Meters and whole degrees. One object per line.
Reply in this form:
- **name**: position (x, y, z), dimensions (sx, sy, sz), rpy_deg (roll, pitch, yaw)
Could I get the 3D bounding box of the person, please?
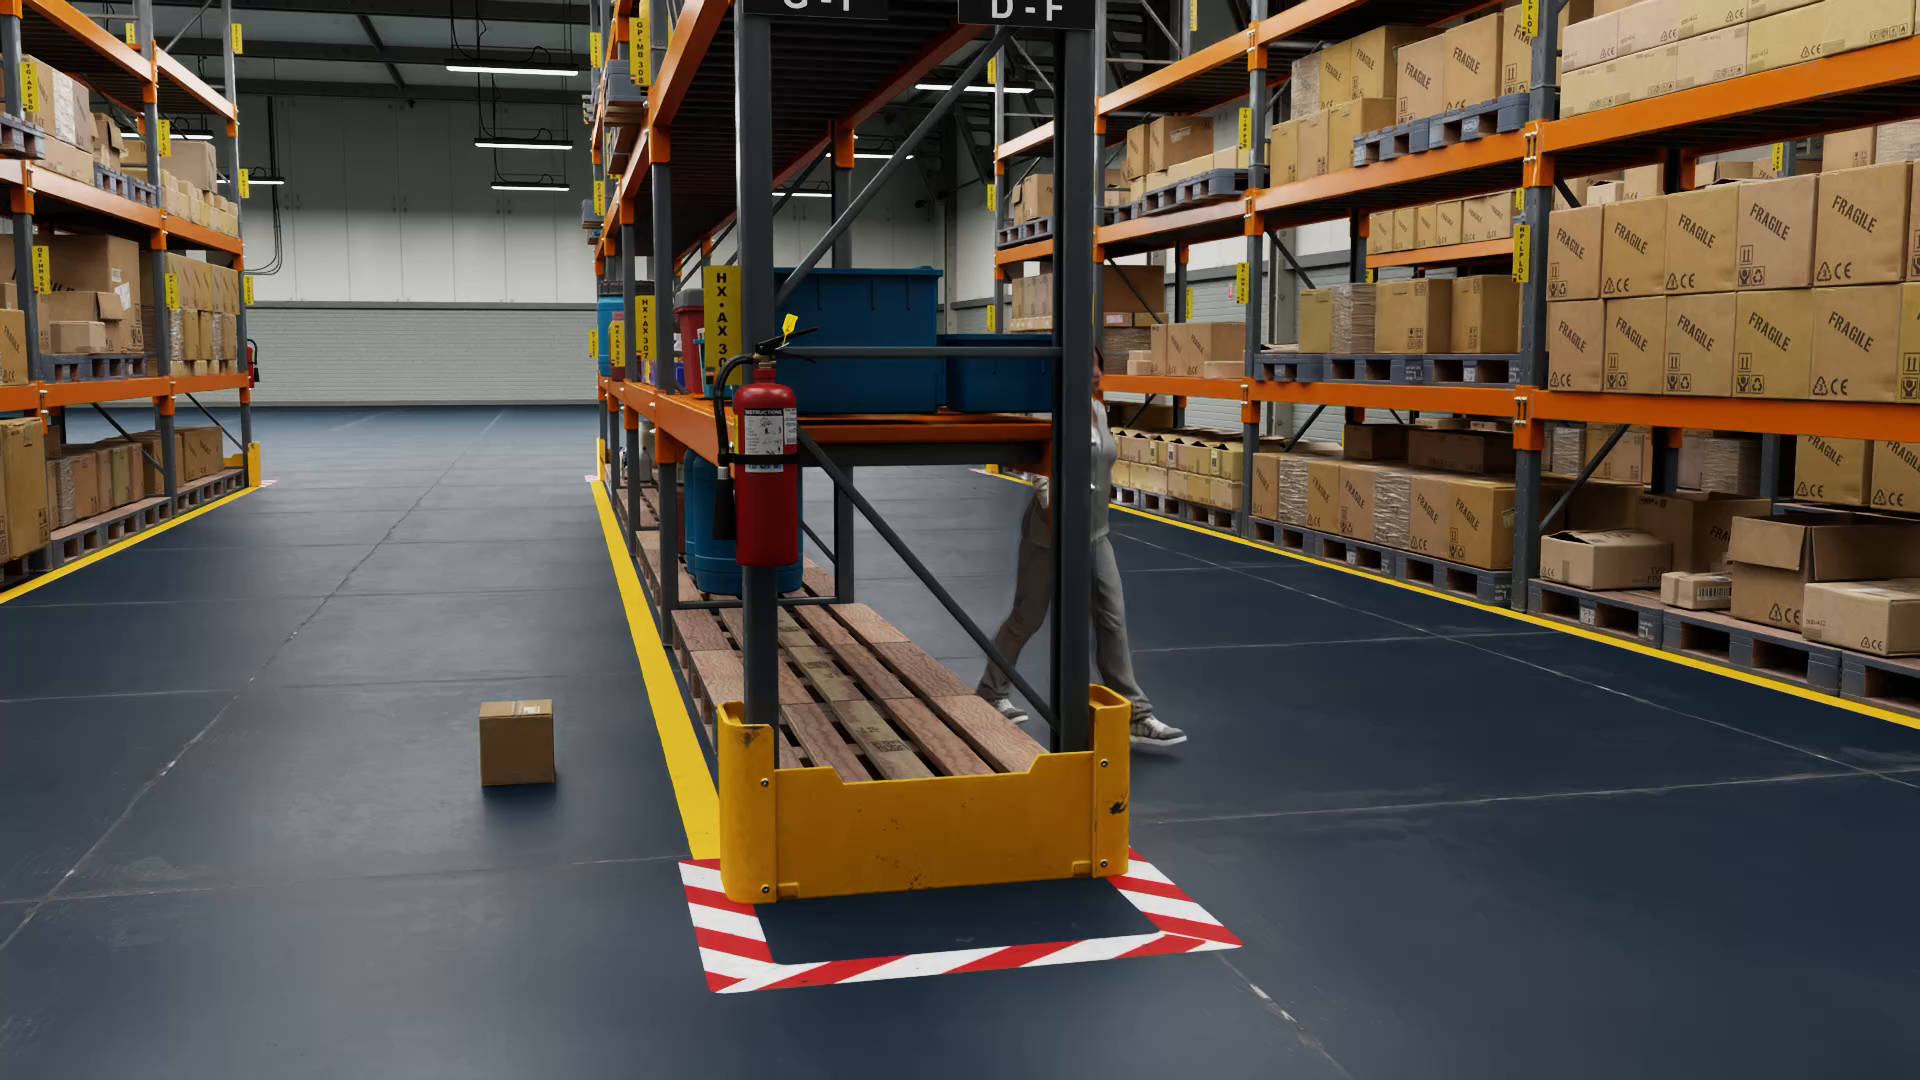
- **person**: position (0.421, -0.012, 6.336), dimensions (0.417, 1.538, 0.921), rpy_deg (-6, 9, -42)
